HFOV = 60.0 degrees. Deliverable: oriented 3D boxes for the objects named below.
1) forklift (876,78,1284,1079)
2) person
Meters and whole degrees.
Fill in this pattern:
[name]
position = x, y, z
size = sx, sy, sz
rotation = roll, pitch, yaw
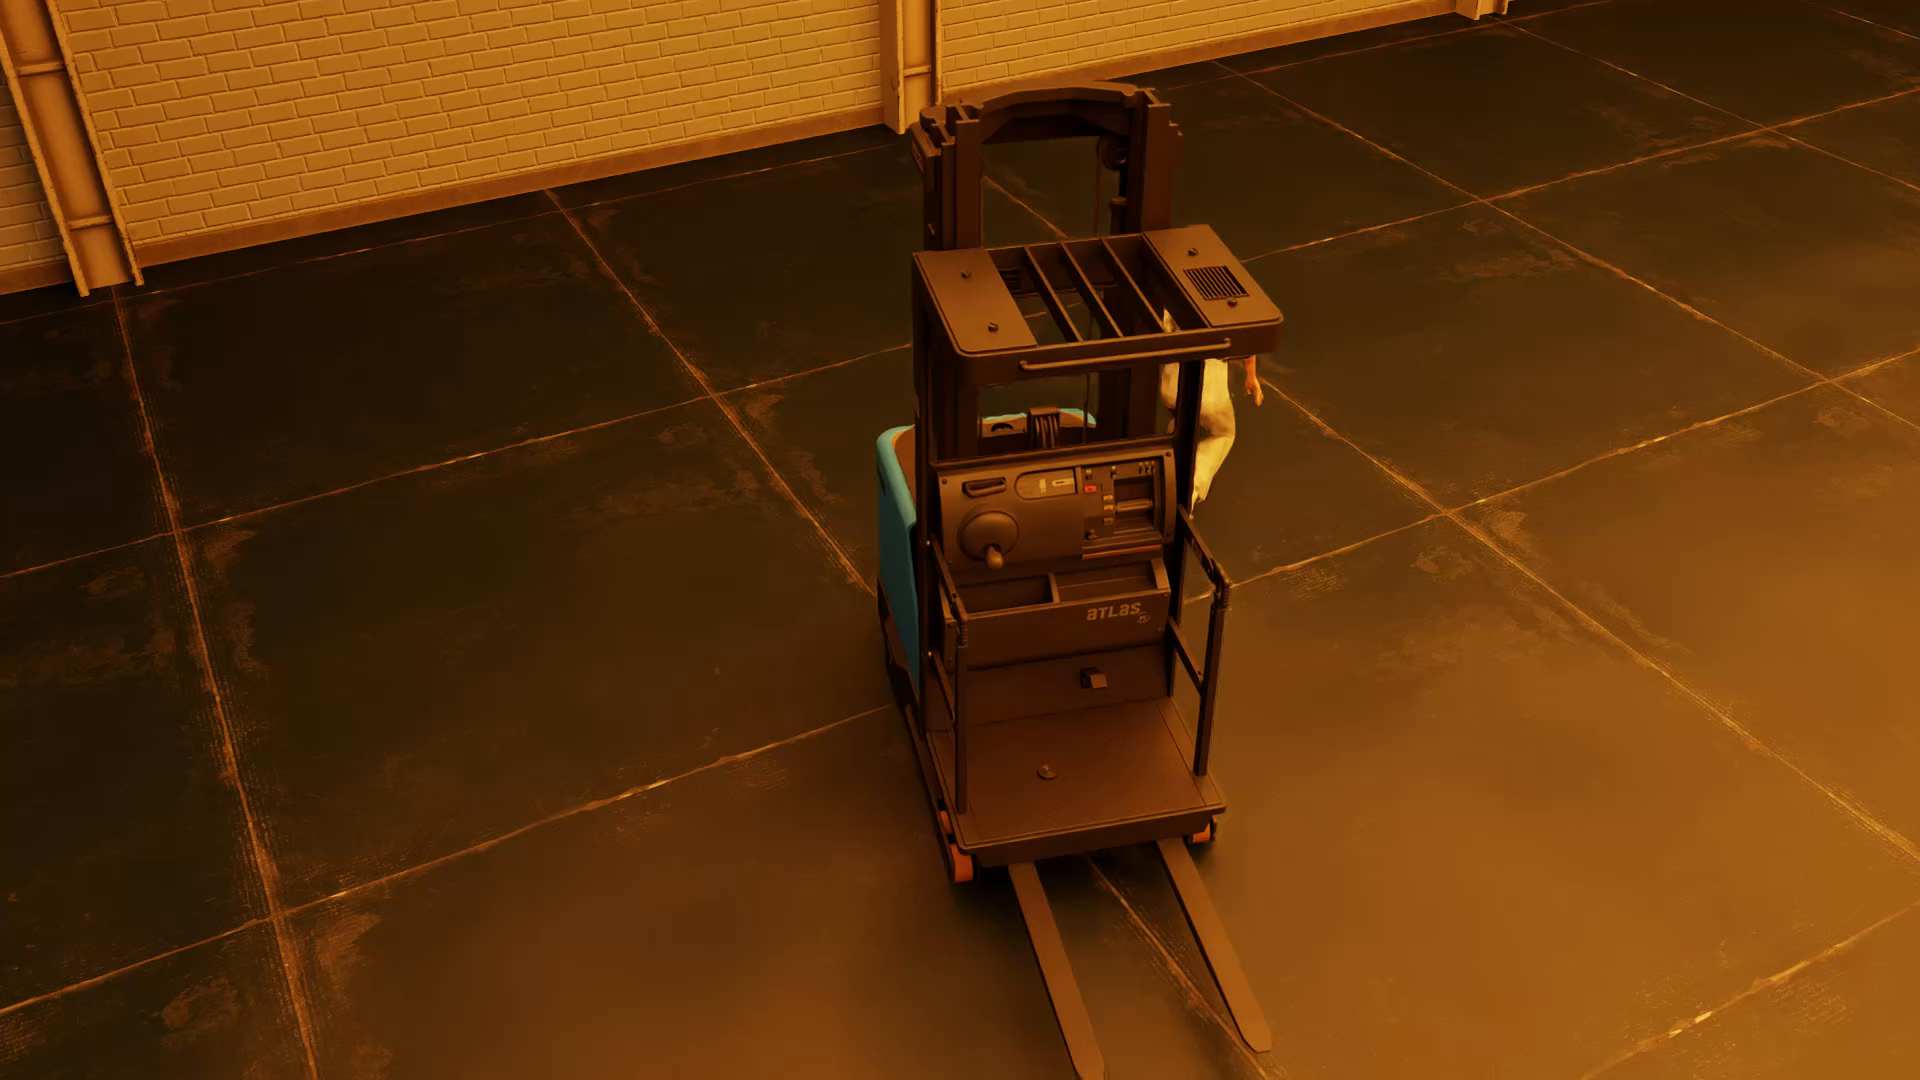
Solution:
[forklift]
position = 0.427, -0.056, 6.202
size = 1.130, 2.935, 3.031
rotation = -7, 36, -10
[person]
position = 1.195, -0.808, 8.556
size = 0.722, 1.472, 0.631
rotation = 7, 36, 10
